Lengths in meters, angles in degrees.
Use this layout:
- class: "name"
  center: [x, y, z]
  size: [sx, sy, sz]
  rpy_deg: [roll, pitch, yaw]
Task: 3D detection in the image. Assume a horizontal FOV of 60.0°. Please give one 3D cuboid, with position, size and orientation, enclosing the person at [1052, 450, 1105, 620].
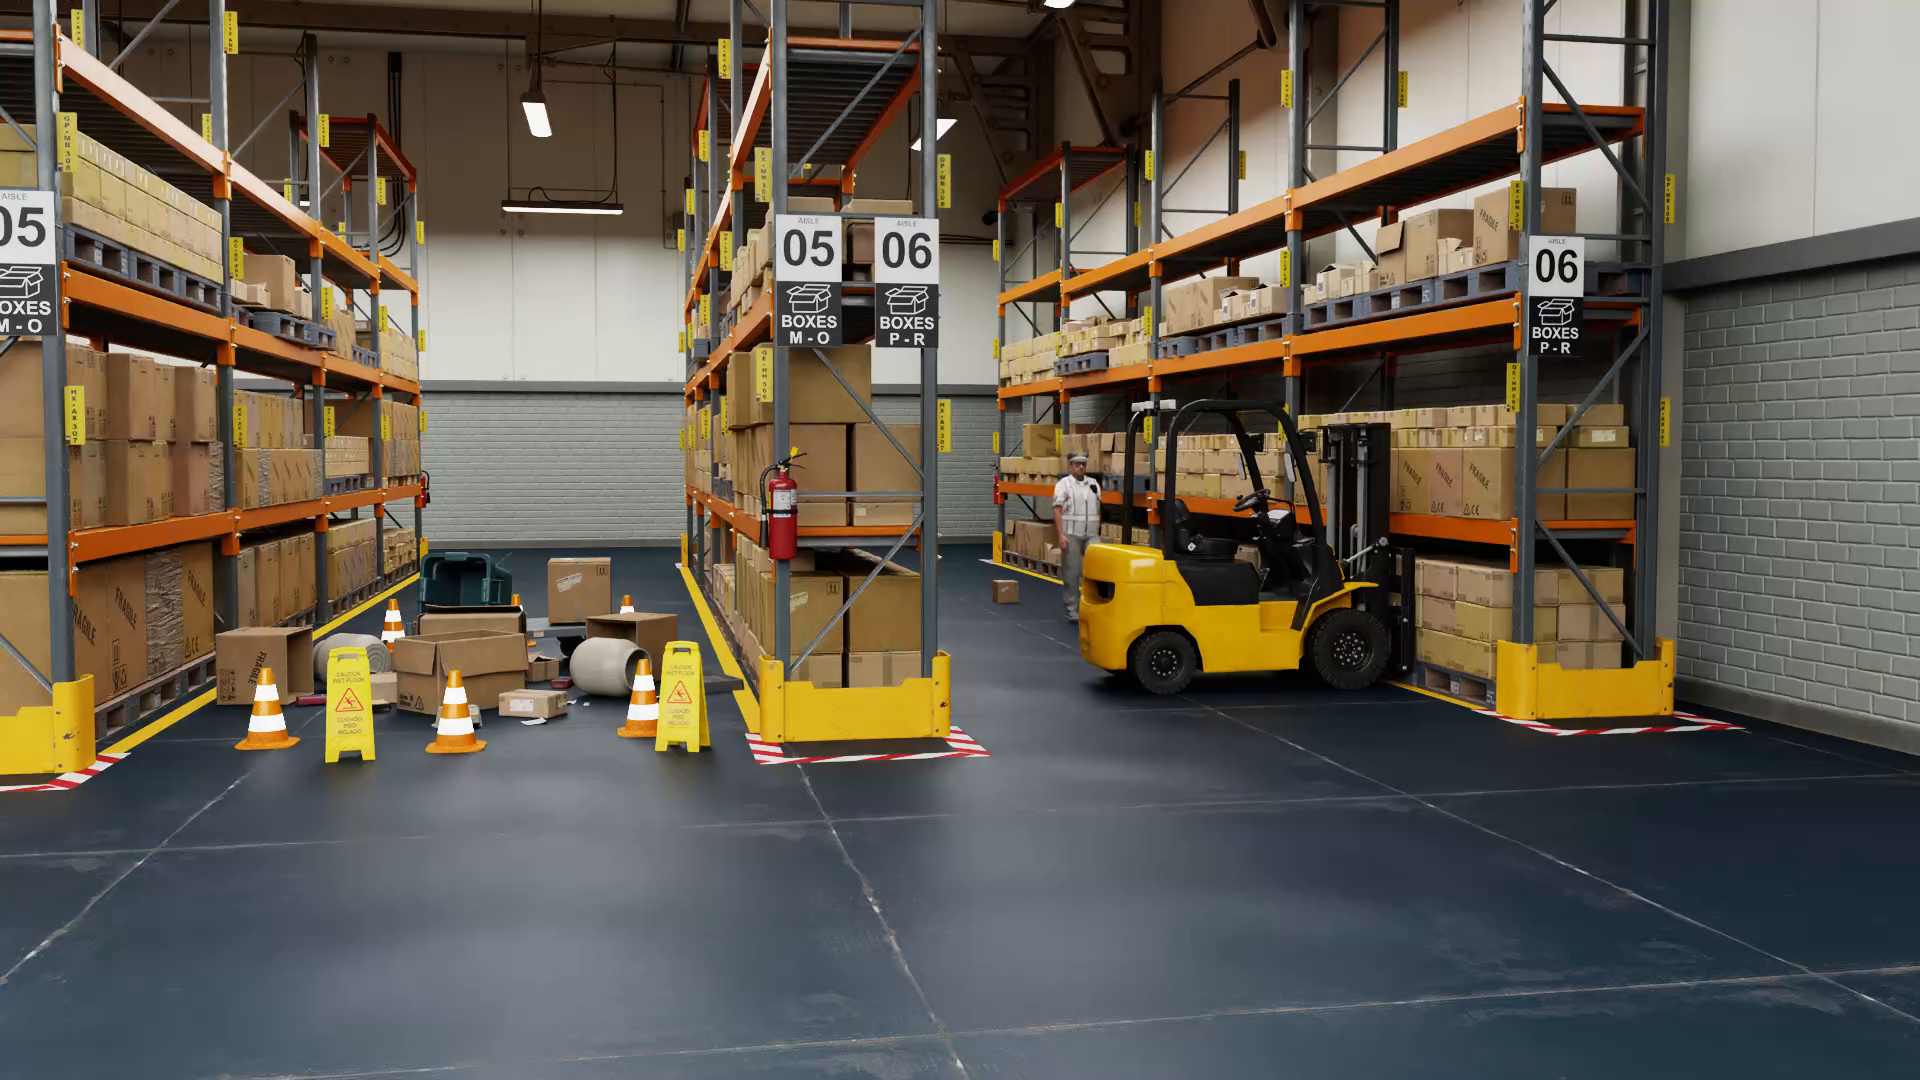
- class: "person"
  center: [1.254, -0.019, 17.205]
  size: [0.573, 1.827, 0.475]
  rpy_deg: [-1, 3, -18]
